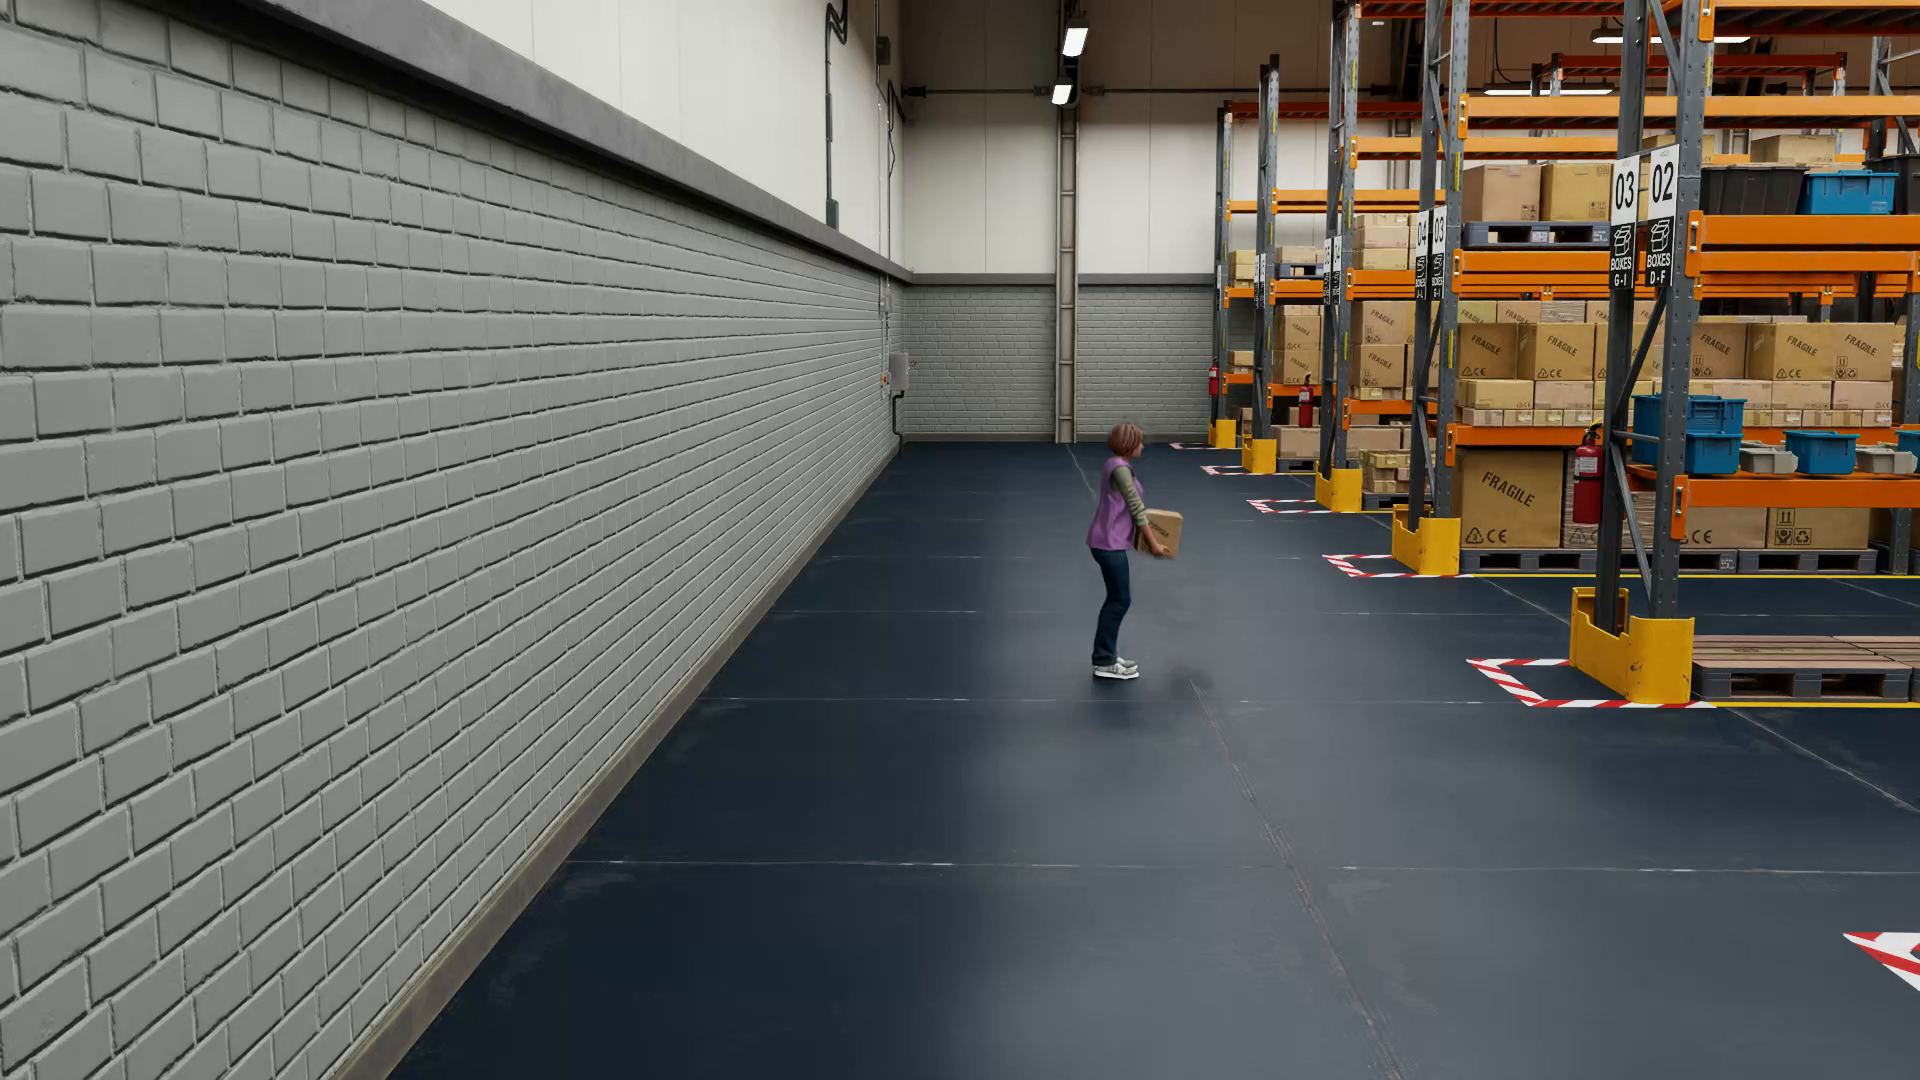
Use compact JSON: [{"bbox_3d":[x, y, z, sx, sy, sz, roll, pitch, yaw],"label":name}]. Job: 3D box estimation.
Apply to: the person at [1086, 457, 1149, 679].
[{"bbox_3d":[2.303,-0.096,5.404,3.070,3.199,10.212,0,7,0],"label":"person"}]
